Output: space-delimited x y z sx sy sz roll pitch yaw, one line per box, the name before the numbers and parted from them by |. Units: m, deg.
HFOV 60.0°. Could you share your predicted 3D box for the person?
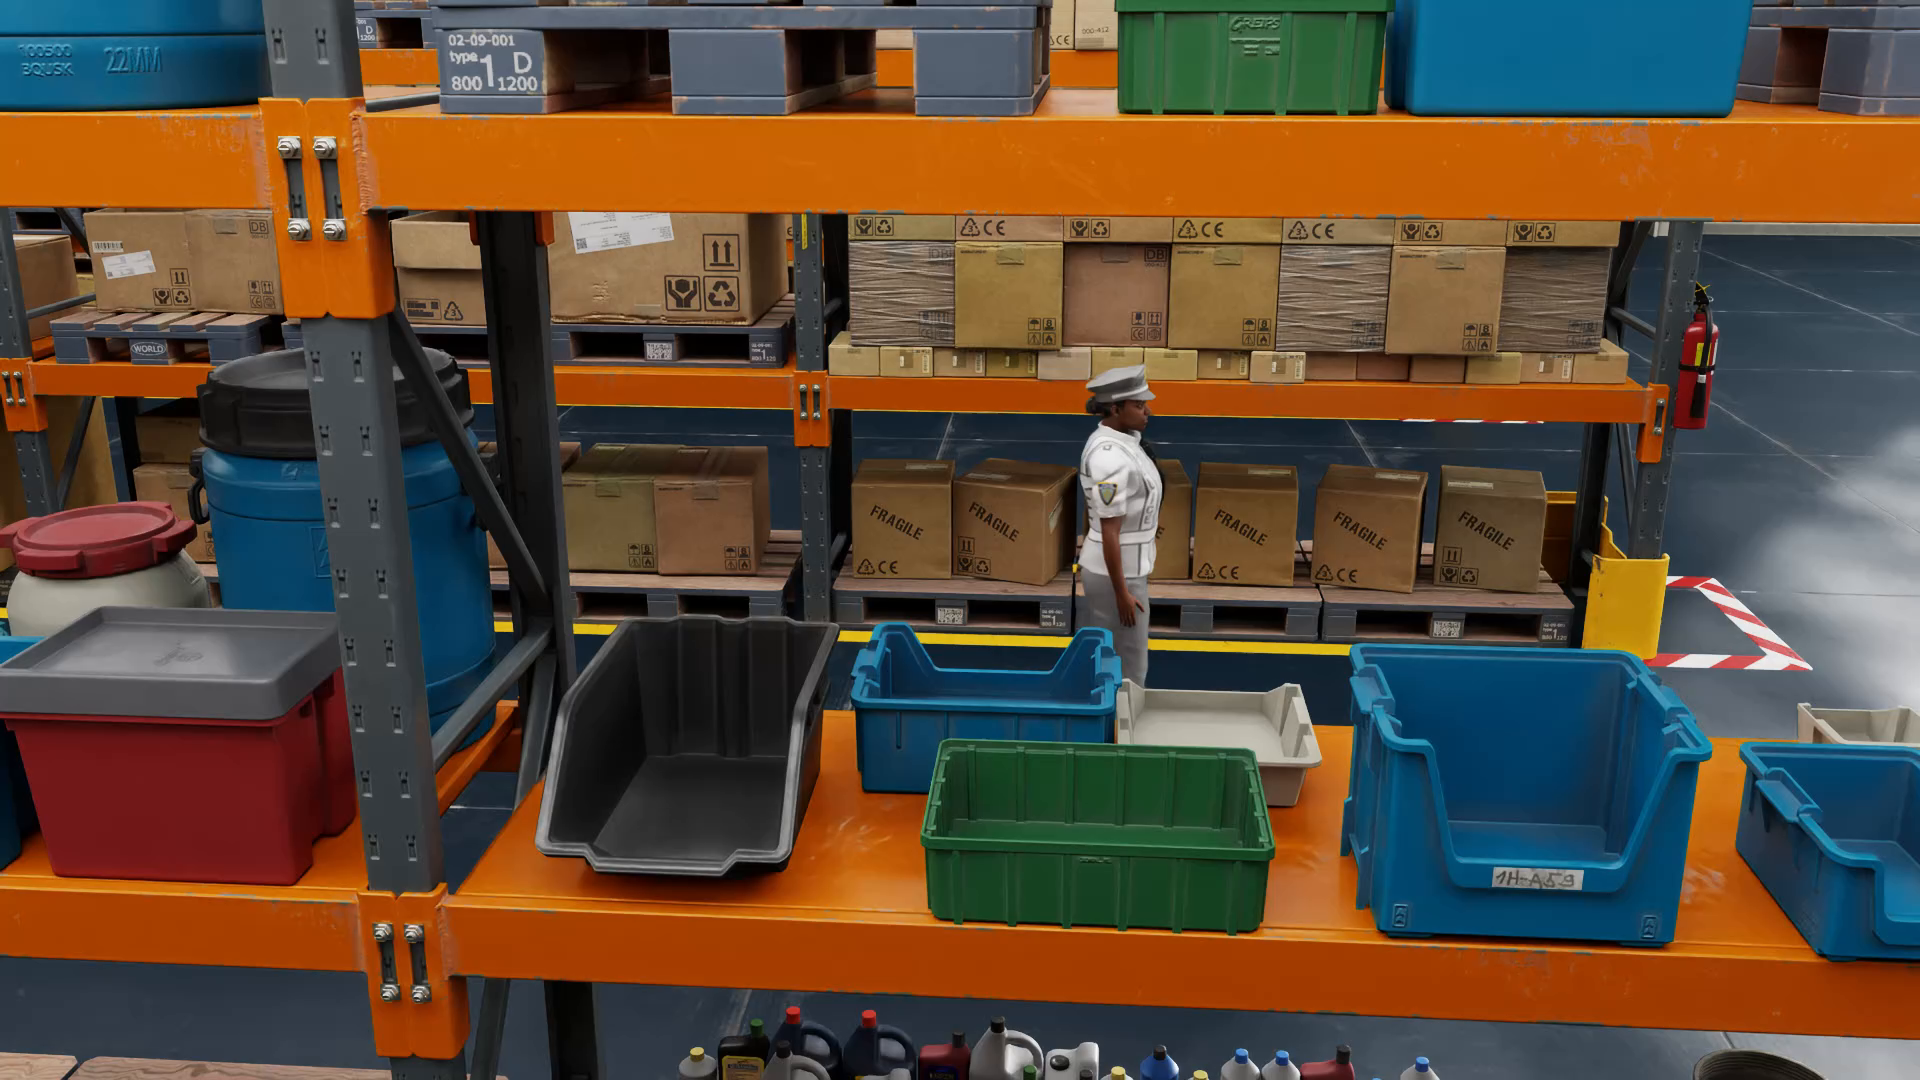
person | 0.651 0.141 6.583 0.539 1.701 0.463 1 18 4
